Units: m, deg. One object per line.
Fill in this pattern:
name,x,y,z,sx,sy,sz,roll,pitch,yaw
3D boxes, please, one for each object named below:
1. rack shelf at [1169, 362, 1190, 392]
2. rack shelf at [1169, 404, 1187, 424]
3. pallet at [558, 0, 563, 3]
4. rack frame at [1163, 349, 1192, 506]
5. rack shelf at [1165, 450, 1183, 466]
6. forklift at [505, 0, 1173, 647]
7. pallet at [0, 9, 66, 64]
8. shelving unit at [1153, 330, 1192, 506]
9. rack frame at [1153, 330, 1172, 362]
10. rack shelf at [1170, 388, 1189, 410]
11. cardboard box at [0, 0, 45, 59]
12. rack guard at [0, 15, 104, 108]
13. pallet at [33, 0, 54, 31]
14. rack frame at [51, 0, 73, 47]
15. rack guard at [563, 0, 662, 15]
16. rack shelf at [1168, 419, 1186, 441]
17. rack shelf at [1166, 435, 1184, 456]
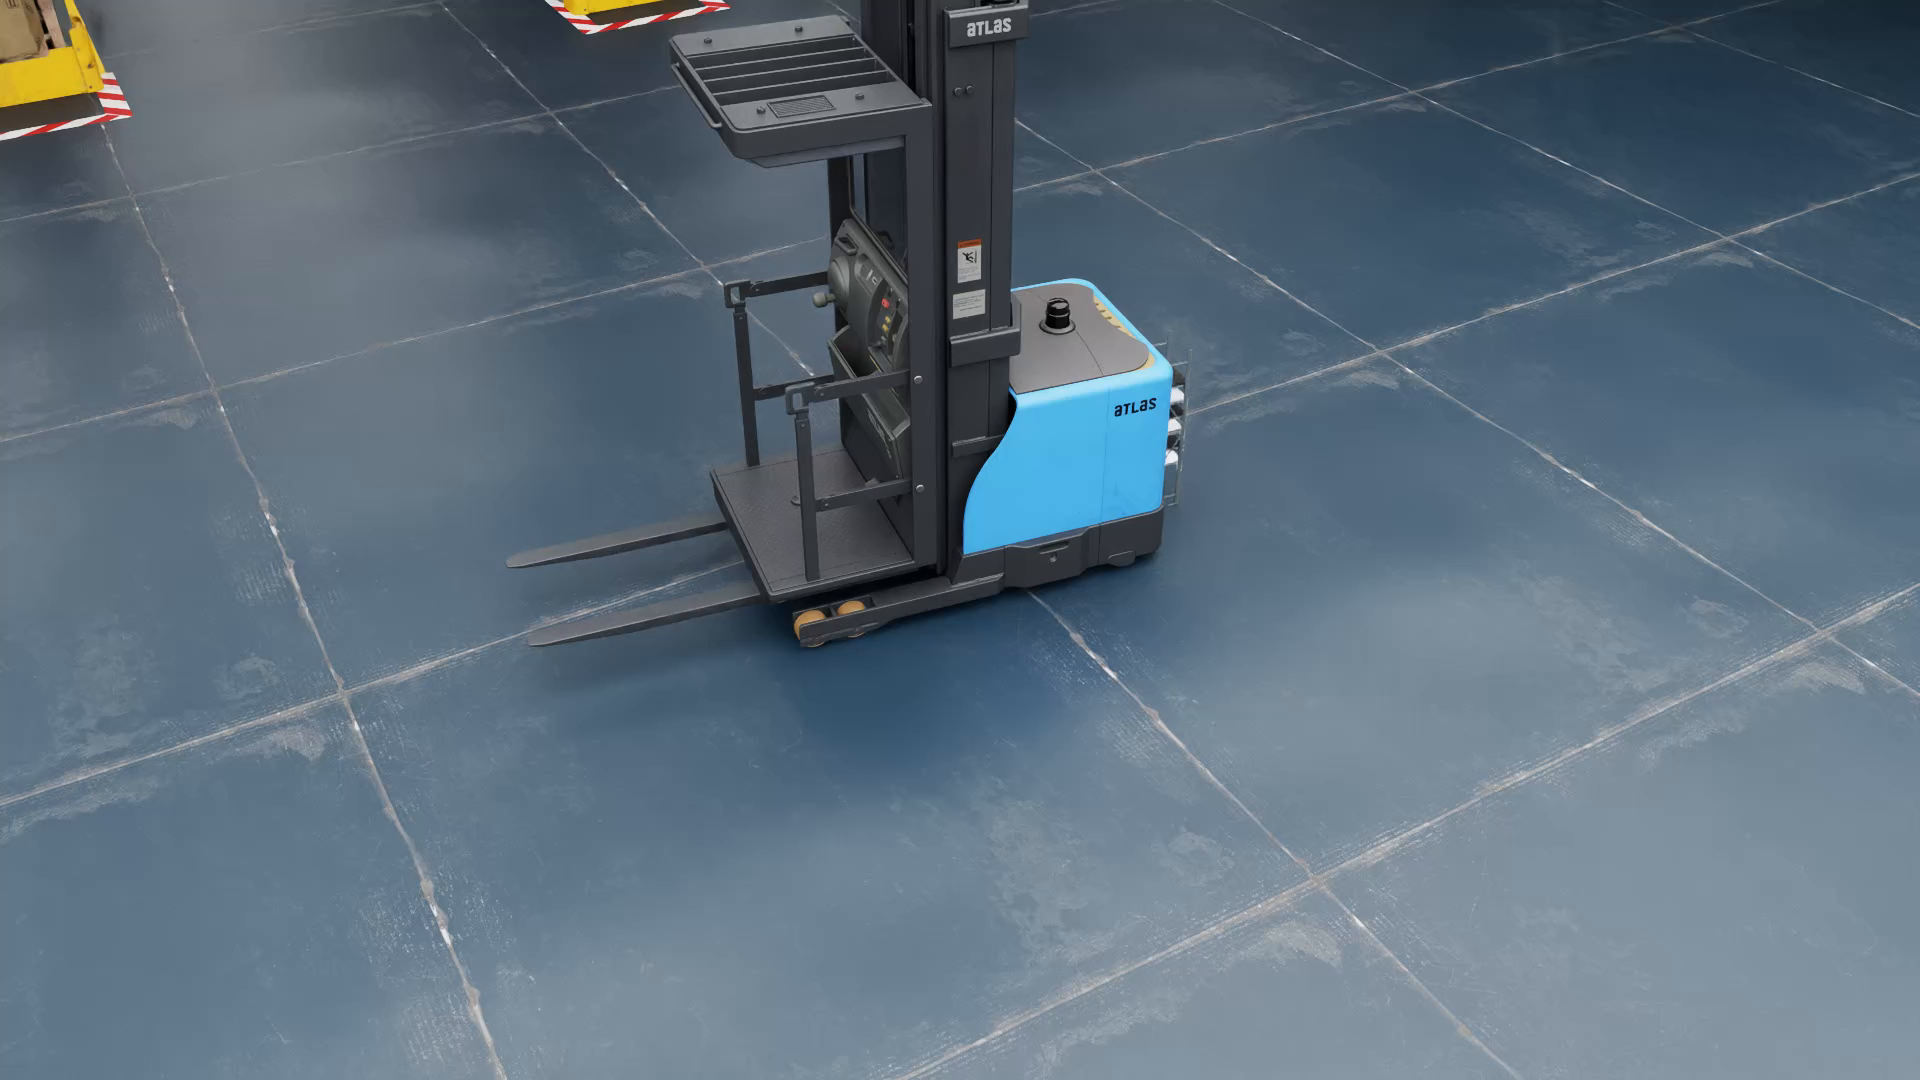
rack shelf,0.964,-0.770,8.140,0.258,0.077,0.200,-14,38,-18
rack shelf,0.964,-0.624,8.246,0.258,0.077,0.200,-14,38,-18
pallet,-3.421,-5.311,15.343,1.003,0.211,1.213,-19,40,-24
rack frame,1.002,-0.523,8.203,0.240,0.900,0.006,-14,38,-18
rack shelf,0.964,-0.406,8.405,0.258,0.077,0.200,-14,38,-18
forklift,-0.588,-1.049,7.202,3.031,2.935,1.130,-13,38,-17
pallet,-7.706,-3.972,13.510,1.003,0.211,1.213,-19,40,-24
shelving unit,0.964,-0.579,8.279,0.258,0.900,0.210,-14,38,-18
rack frame,0.925,-0.634,8.355,0.240,0.900,0.006,-14,38,-18
rack shelf,0.964,-0.697,8.193,0.258,0.077,0.200,-14,38,-18
cardboard box,-7.590,-4.118,13.109,0.500,0.500,0.500,-12,38,-16
rack guard,-7.329,-3.664,12.843,1.175,0.500,0.348,-19,40,-24
pallet,-8.315,-4.594,14.361,1.003,0.211,1.213,-19,40,-24
rack frame,-7.291,-4.635,12.053,1.000,3.000,0.127,-19,40,-24
rack guard,-2.939,-5.031,14.715,1.175,0.500,0.348,-19,40,-24
rack shelf,0.964,-0.552,8.299,0.258,0.077,0.200,-14,38,-18
rack shelf,0.964,-0.479,8.352,0.258,0.077,0.200,-14,38,-18
